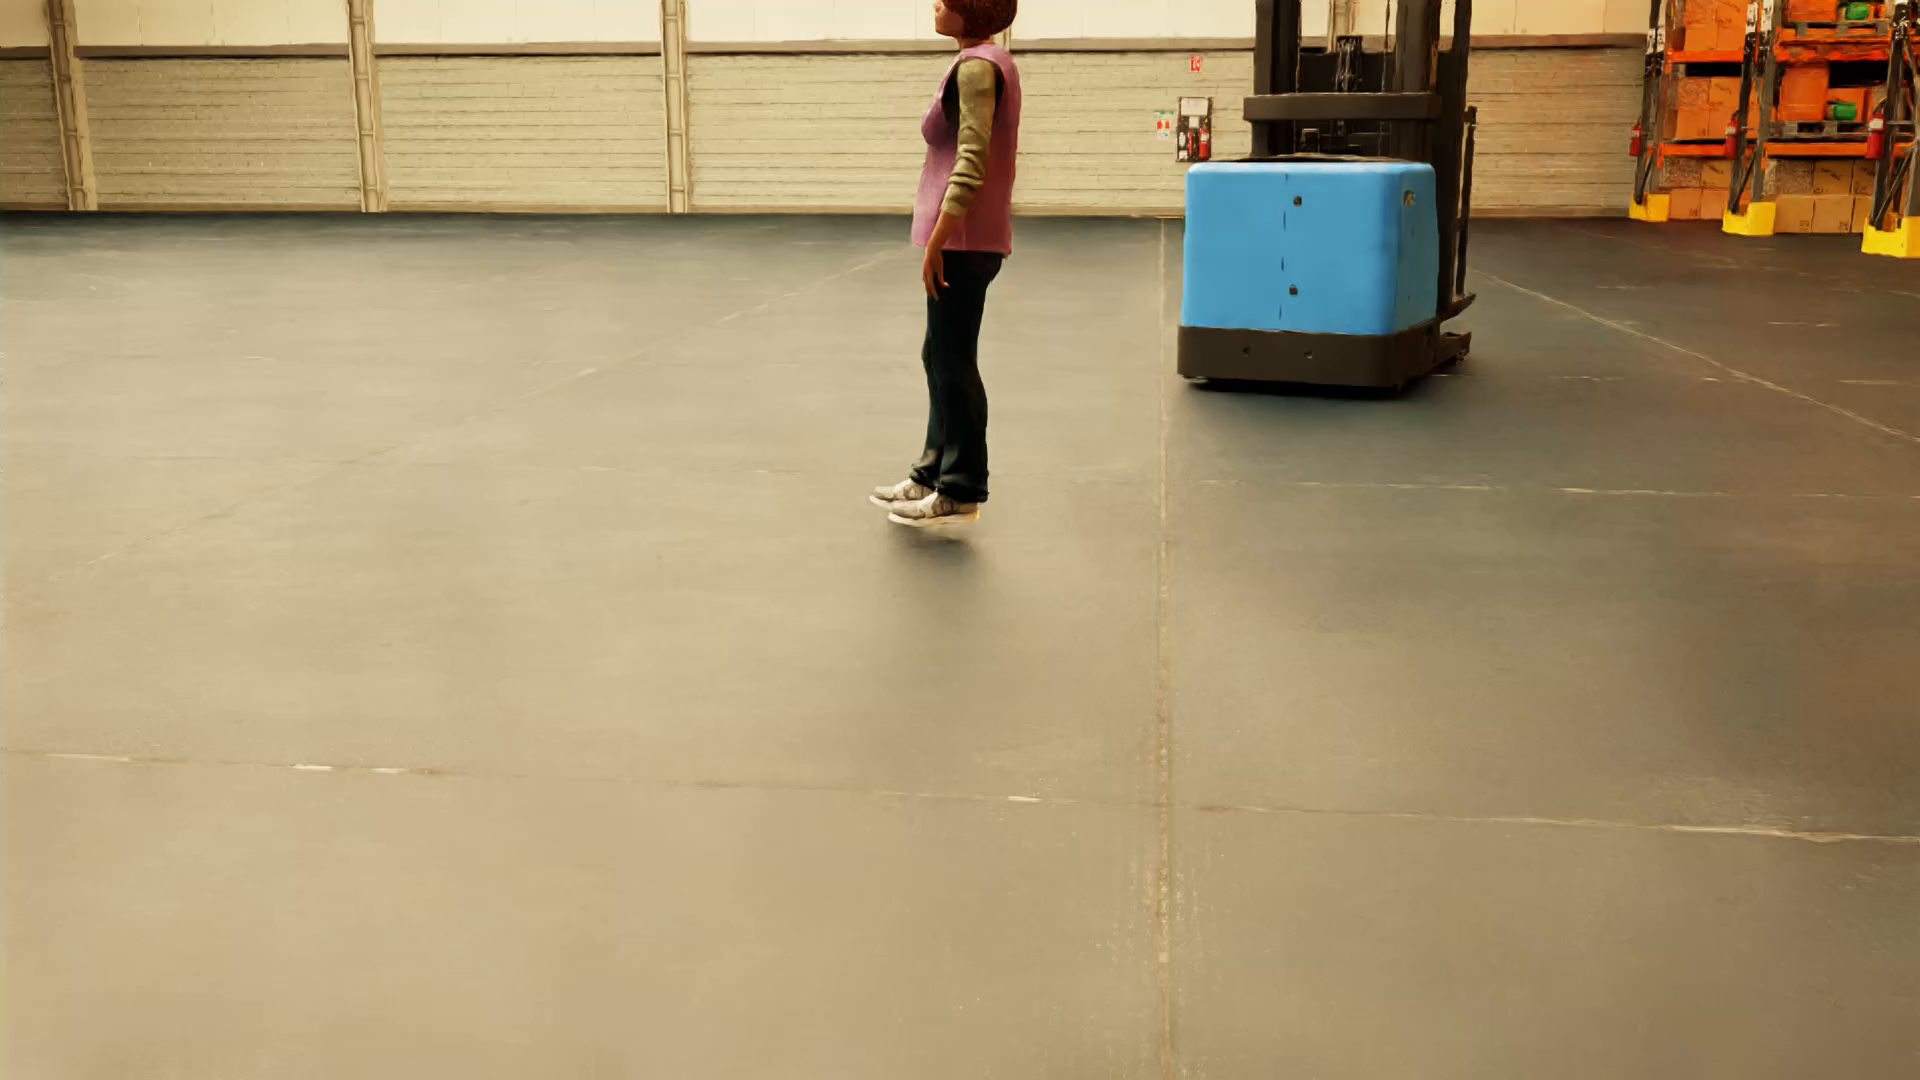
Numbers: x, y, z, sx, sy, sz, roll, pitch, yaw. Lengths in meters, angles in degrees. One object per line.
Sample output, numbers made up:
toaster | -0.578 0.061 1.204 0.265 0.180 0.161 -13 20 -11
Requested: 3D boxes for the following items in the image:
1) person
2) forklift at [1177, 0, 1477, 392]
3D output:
person | -0.071 -0.828 4.776 0.476 1.596 0.520 2 13 7
forklift | 2.170 -2.412 8.822 1.130 2.935 3.031 7 15 26
